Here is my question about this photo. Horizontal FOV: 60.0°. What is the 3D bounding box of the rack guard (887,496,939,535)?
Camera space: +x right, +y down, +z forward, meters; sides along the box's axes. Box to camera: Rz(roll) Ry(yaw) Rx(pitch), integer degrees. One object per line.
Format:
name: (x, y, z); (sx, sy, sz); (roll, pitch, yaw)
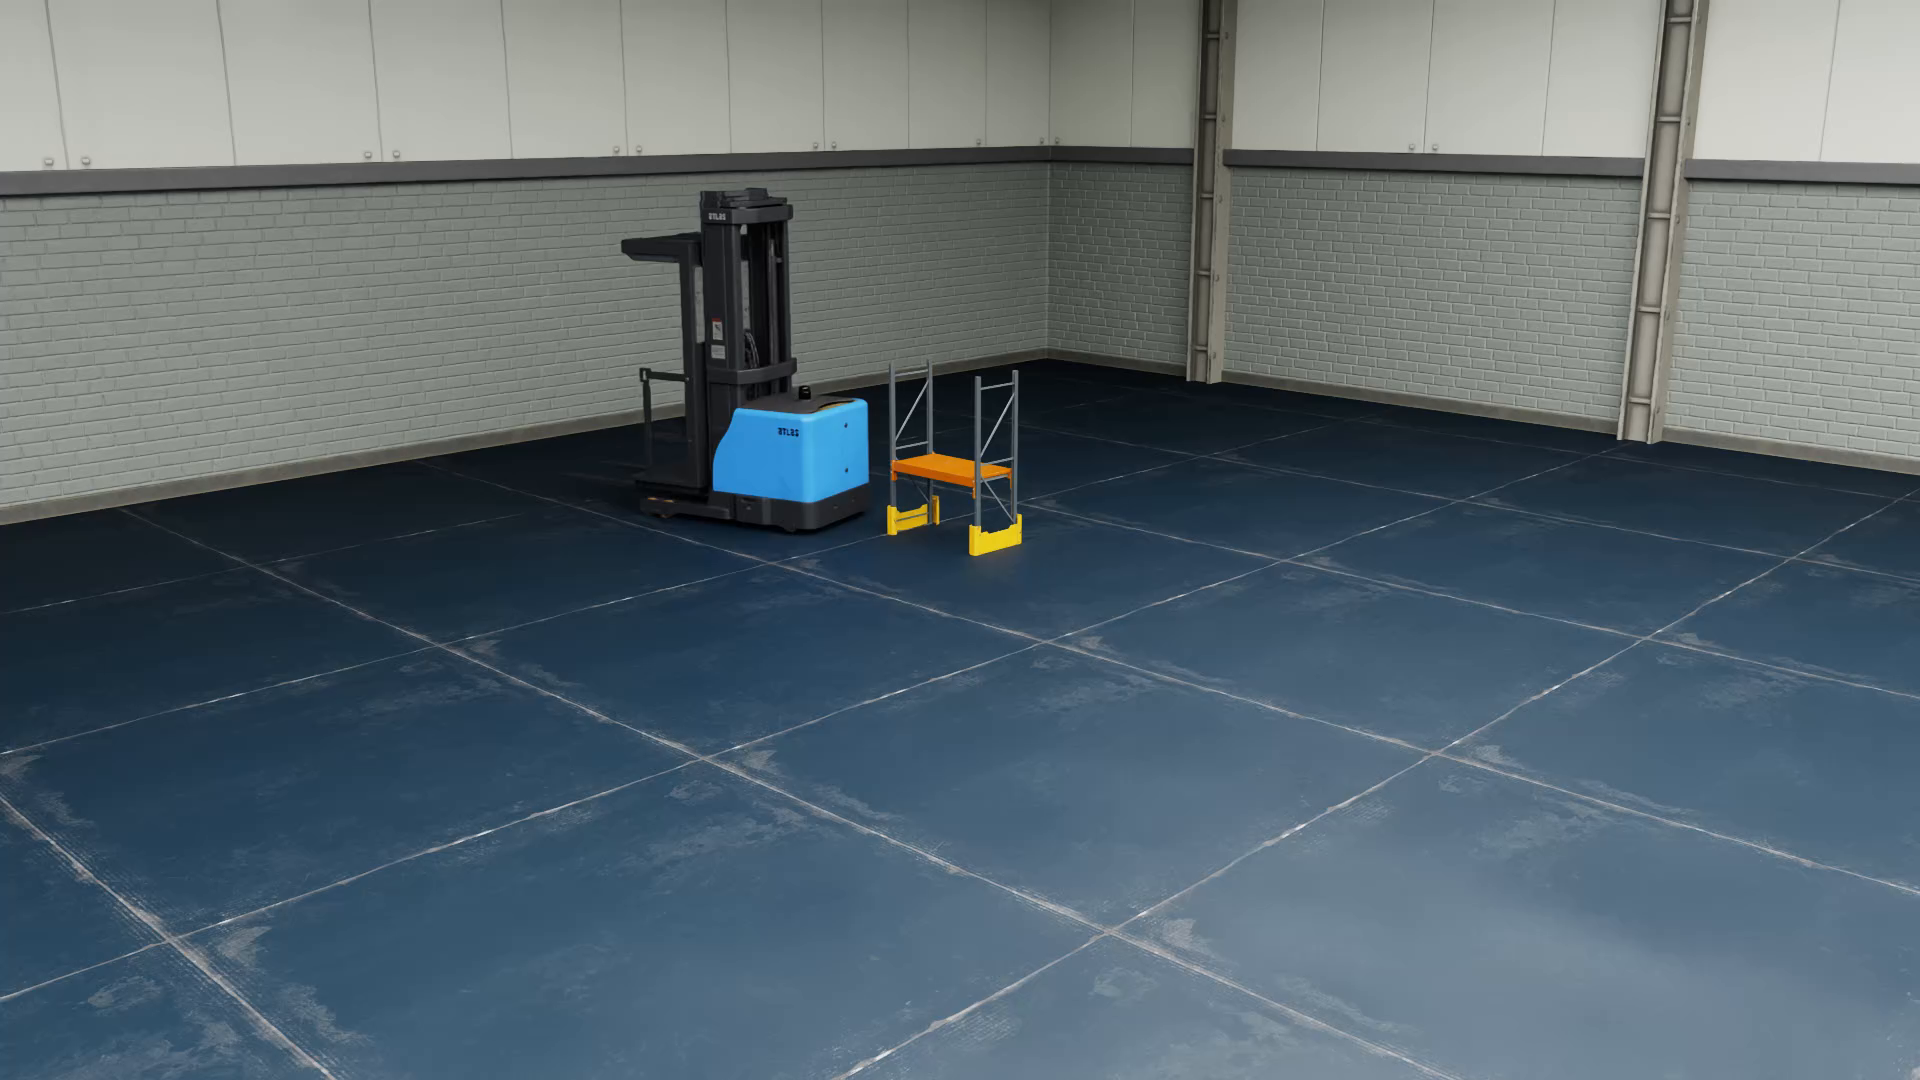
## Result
rack guard: (-0.413, -0.221, 14.786); (0.087, 0.250, 0.587); (14, 20, 42)

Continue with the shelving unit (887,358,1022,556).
shelving unit: (-0.055, -0.739, 14.294); (1.083, 1.500, 0.587); (14, 20, 42)

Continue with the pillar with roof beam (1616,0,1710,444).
pillar with roof beam: (4.680, -4.704, 14.639); (0.400, 9.000, 9.100); (14, 20, 42)

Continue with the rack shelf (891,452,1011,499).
rack shelf: (-0.061, -0.567, 14.346); (1.000, 0.185, 0.538); (14, 20, 42)

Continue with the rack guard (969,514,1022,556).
rack guard: (0.304, -0.047, 14.117); (0.087, 0.250, 0.587); (14, 20, 42)

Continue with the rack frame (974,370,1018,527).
rack frame: (0.305, -0.652, 13.959); (0.032, 1.500, 0.500); (14, 20, 42)

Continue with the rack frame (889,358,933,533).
rack frame: (-0.427, -0.830, 14.642); (0.032, 1.500, 0.500); (14, 20, 42)

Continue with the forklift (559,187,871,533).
forklift: (-2.364, -1.728, 15.250); (3.031, 2.935, 1.130); (8, 17, 28)
